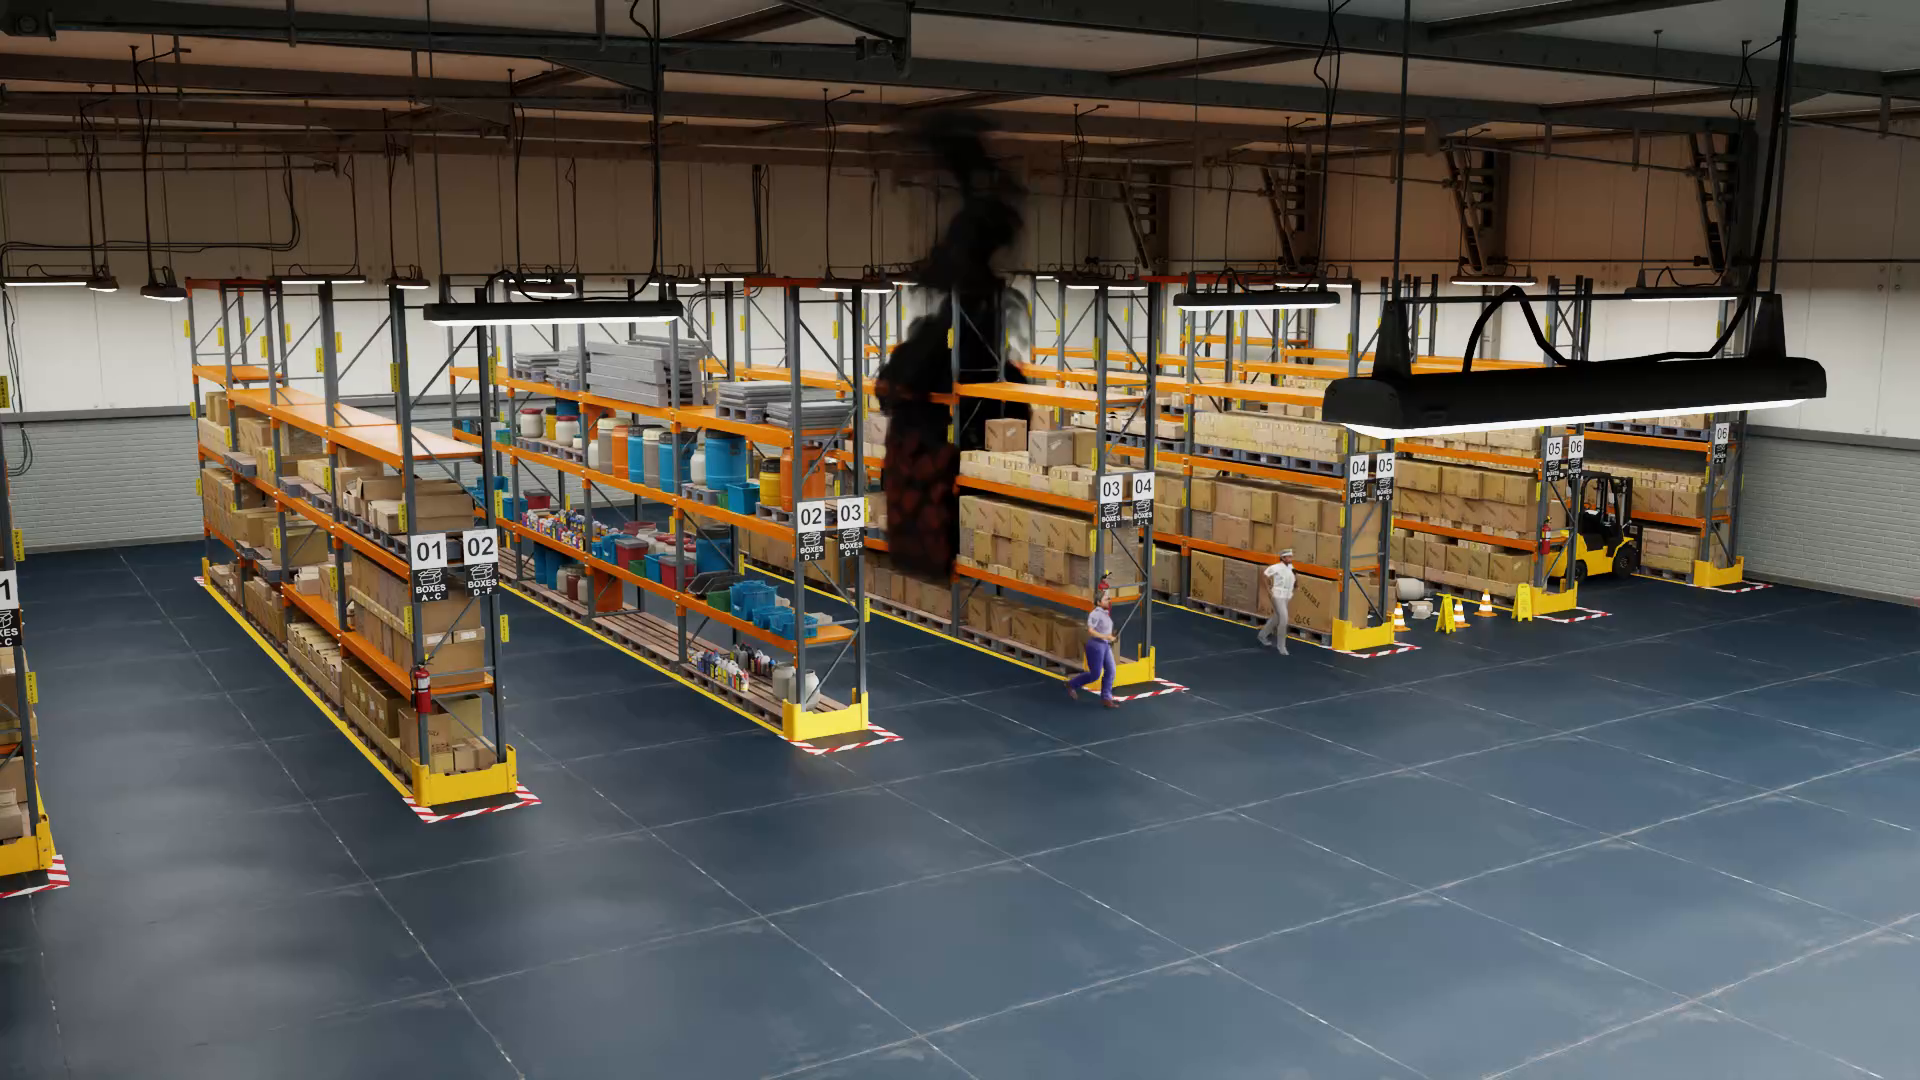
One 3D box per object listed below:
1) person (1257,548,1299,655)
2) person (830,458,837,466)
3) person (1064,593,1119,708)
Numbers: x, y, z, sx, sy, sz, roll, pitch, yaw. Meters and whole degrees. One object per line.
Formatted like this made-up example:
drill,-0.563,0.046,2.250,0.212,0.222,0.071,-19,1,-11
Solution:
person,5.239,0.975,27.268,0.585,1.736,0.775,-9,13,-42
person,-3.038,-1.091,39.337,0.719,1.702,0.563,-2,10,-11
person,1.946,1.567,23.902,0.793,1.647,0.617,4,10,24
